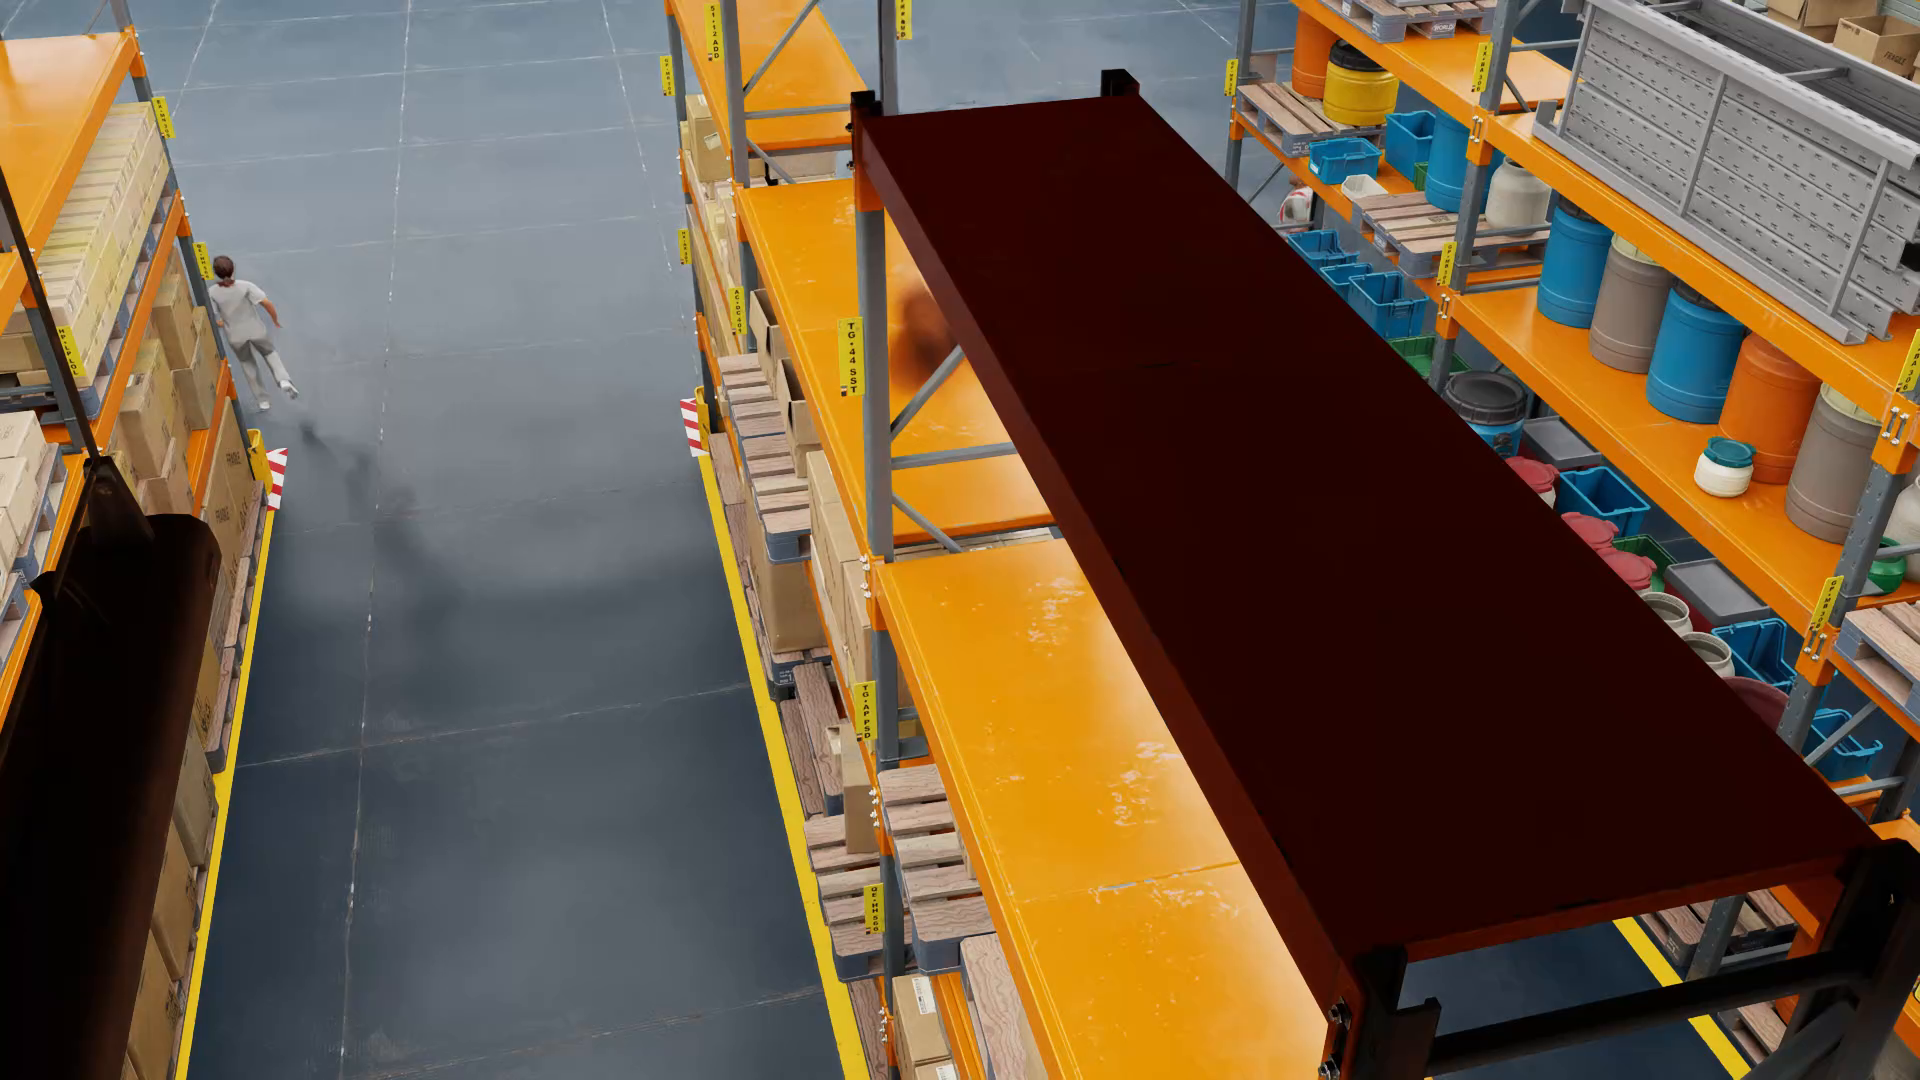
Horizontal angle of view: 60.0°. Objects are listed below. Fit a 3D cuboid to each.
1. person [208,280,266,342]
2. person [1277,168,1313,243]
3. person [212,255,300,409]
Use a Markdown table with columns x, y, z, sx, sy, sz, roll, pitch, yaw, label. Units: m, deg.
| x | y | z | sx | sy | sz | roll | pitch | yaw | label |
| --- | --- | --- | --- | --- | --- | --- | --- | --- | --- |
| 1.348 | 1.413 | 10.511 | 10.322 | 1.739 | 17.796 | -14 | 37 | -20 | person |
| 6.294 | 0.768 | 11.398 | 13.075 | 1.745 | 9.192 | 19 | 39 | 26 | person |
| -6.652 | -1.912 | 15.475 | 0.636 | 1.620 | 0.594 | -17 | 38 | -23 | person |
